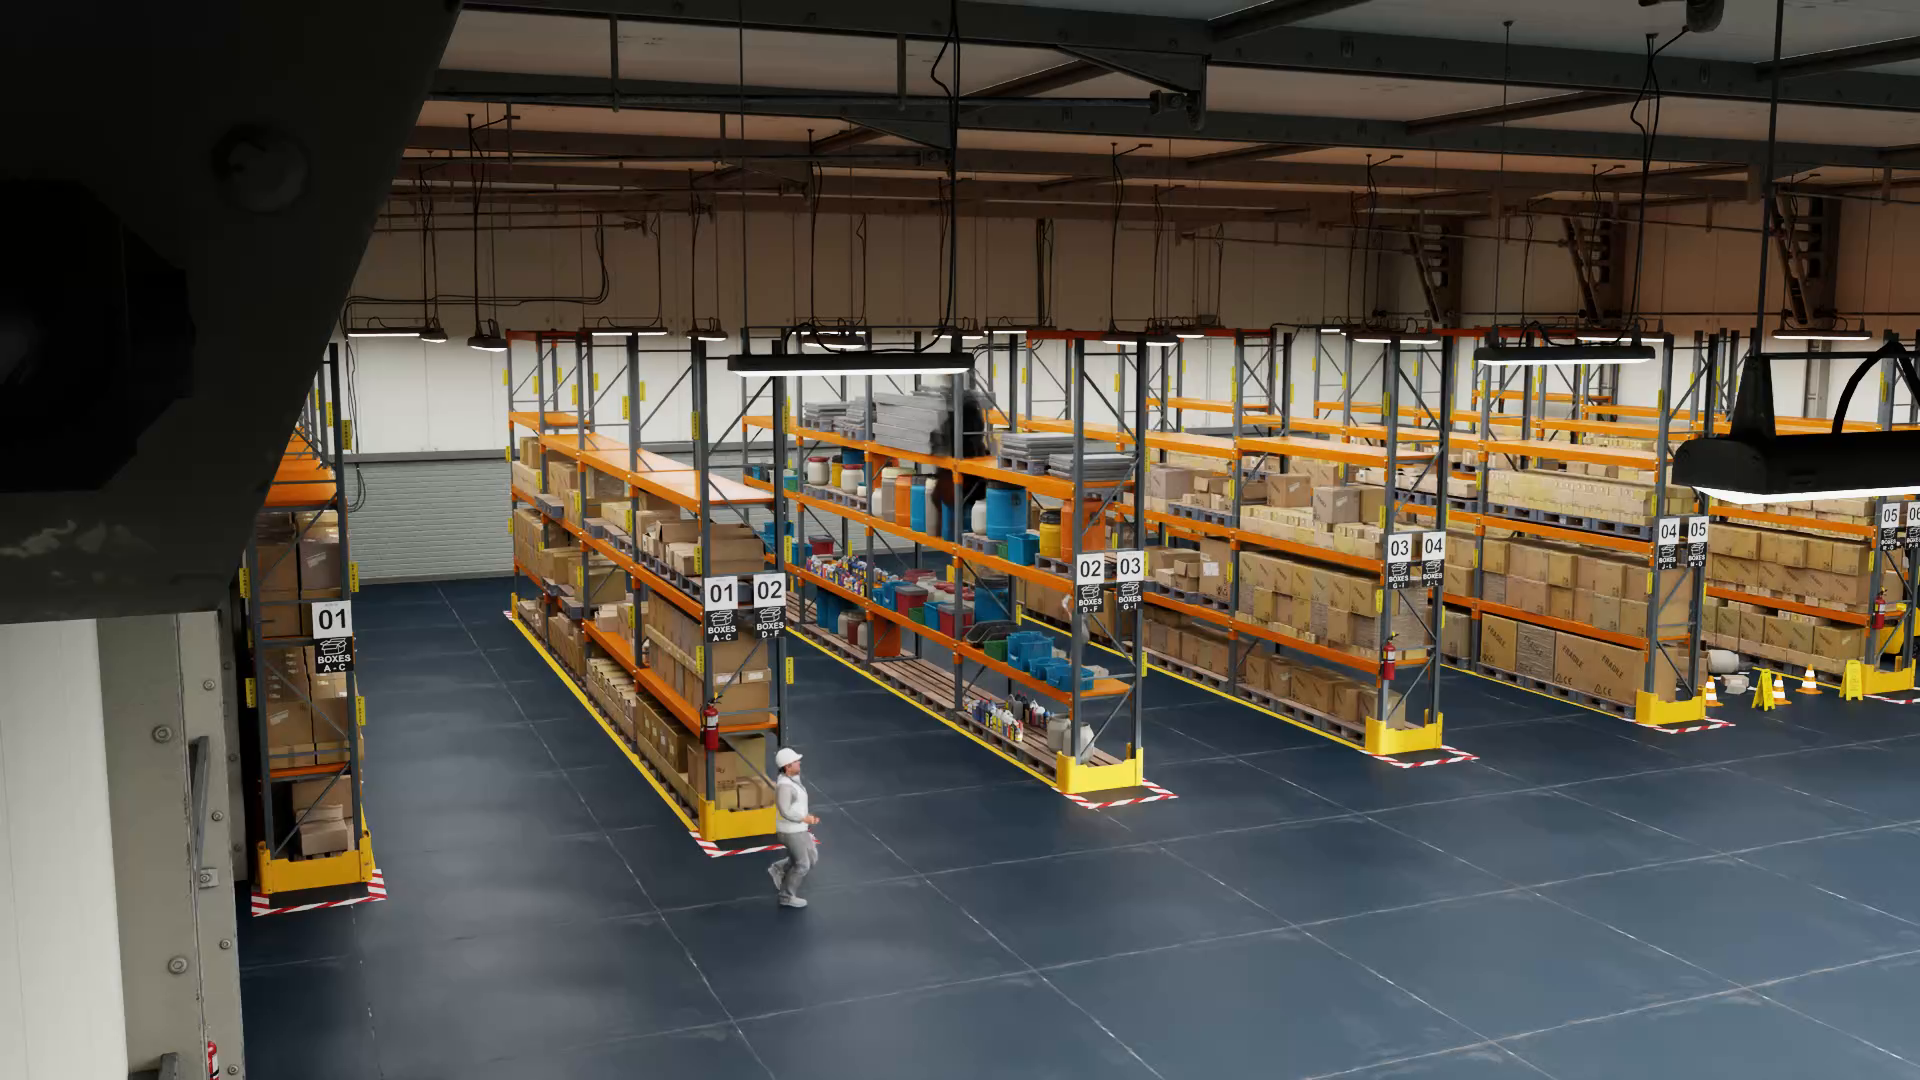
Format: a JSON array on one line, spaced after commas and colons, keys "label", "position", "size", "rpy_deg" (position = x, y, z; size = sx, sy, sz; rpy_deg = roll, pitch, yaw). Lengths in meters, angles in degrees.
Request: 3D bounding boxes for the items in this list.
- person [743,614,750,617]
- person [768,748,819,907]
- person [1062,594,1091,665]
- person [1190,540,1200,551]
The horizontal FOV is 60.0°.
[{"label": "person", "position": [-4.311, 1.072, 32.915], "size": [0.558, 1.634, 0.718], "rpy_deg": [-2, 8, -16]}, {"label": "person", "position": [-1.787, 3.073, 17.799], "size": [0.579, 1.730, 0.659], "rpy_deg": [0, 8, -1]}, {"label": "person", "position": [2.104, 1.414, 28.753], "size": [0.505, 1.590, 0.661], "rpy_deg": [-6, 10, -39]}, {"label": "person", "position": [5.993, -0.154, 41.536], "size": [0.665, 1.718, 0.765], "rpy_deg": [7, 10, 41]}]
